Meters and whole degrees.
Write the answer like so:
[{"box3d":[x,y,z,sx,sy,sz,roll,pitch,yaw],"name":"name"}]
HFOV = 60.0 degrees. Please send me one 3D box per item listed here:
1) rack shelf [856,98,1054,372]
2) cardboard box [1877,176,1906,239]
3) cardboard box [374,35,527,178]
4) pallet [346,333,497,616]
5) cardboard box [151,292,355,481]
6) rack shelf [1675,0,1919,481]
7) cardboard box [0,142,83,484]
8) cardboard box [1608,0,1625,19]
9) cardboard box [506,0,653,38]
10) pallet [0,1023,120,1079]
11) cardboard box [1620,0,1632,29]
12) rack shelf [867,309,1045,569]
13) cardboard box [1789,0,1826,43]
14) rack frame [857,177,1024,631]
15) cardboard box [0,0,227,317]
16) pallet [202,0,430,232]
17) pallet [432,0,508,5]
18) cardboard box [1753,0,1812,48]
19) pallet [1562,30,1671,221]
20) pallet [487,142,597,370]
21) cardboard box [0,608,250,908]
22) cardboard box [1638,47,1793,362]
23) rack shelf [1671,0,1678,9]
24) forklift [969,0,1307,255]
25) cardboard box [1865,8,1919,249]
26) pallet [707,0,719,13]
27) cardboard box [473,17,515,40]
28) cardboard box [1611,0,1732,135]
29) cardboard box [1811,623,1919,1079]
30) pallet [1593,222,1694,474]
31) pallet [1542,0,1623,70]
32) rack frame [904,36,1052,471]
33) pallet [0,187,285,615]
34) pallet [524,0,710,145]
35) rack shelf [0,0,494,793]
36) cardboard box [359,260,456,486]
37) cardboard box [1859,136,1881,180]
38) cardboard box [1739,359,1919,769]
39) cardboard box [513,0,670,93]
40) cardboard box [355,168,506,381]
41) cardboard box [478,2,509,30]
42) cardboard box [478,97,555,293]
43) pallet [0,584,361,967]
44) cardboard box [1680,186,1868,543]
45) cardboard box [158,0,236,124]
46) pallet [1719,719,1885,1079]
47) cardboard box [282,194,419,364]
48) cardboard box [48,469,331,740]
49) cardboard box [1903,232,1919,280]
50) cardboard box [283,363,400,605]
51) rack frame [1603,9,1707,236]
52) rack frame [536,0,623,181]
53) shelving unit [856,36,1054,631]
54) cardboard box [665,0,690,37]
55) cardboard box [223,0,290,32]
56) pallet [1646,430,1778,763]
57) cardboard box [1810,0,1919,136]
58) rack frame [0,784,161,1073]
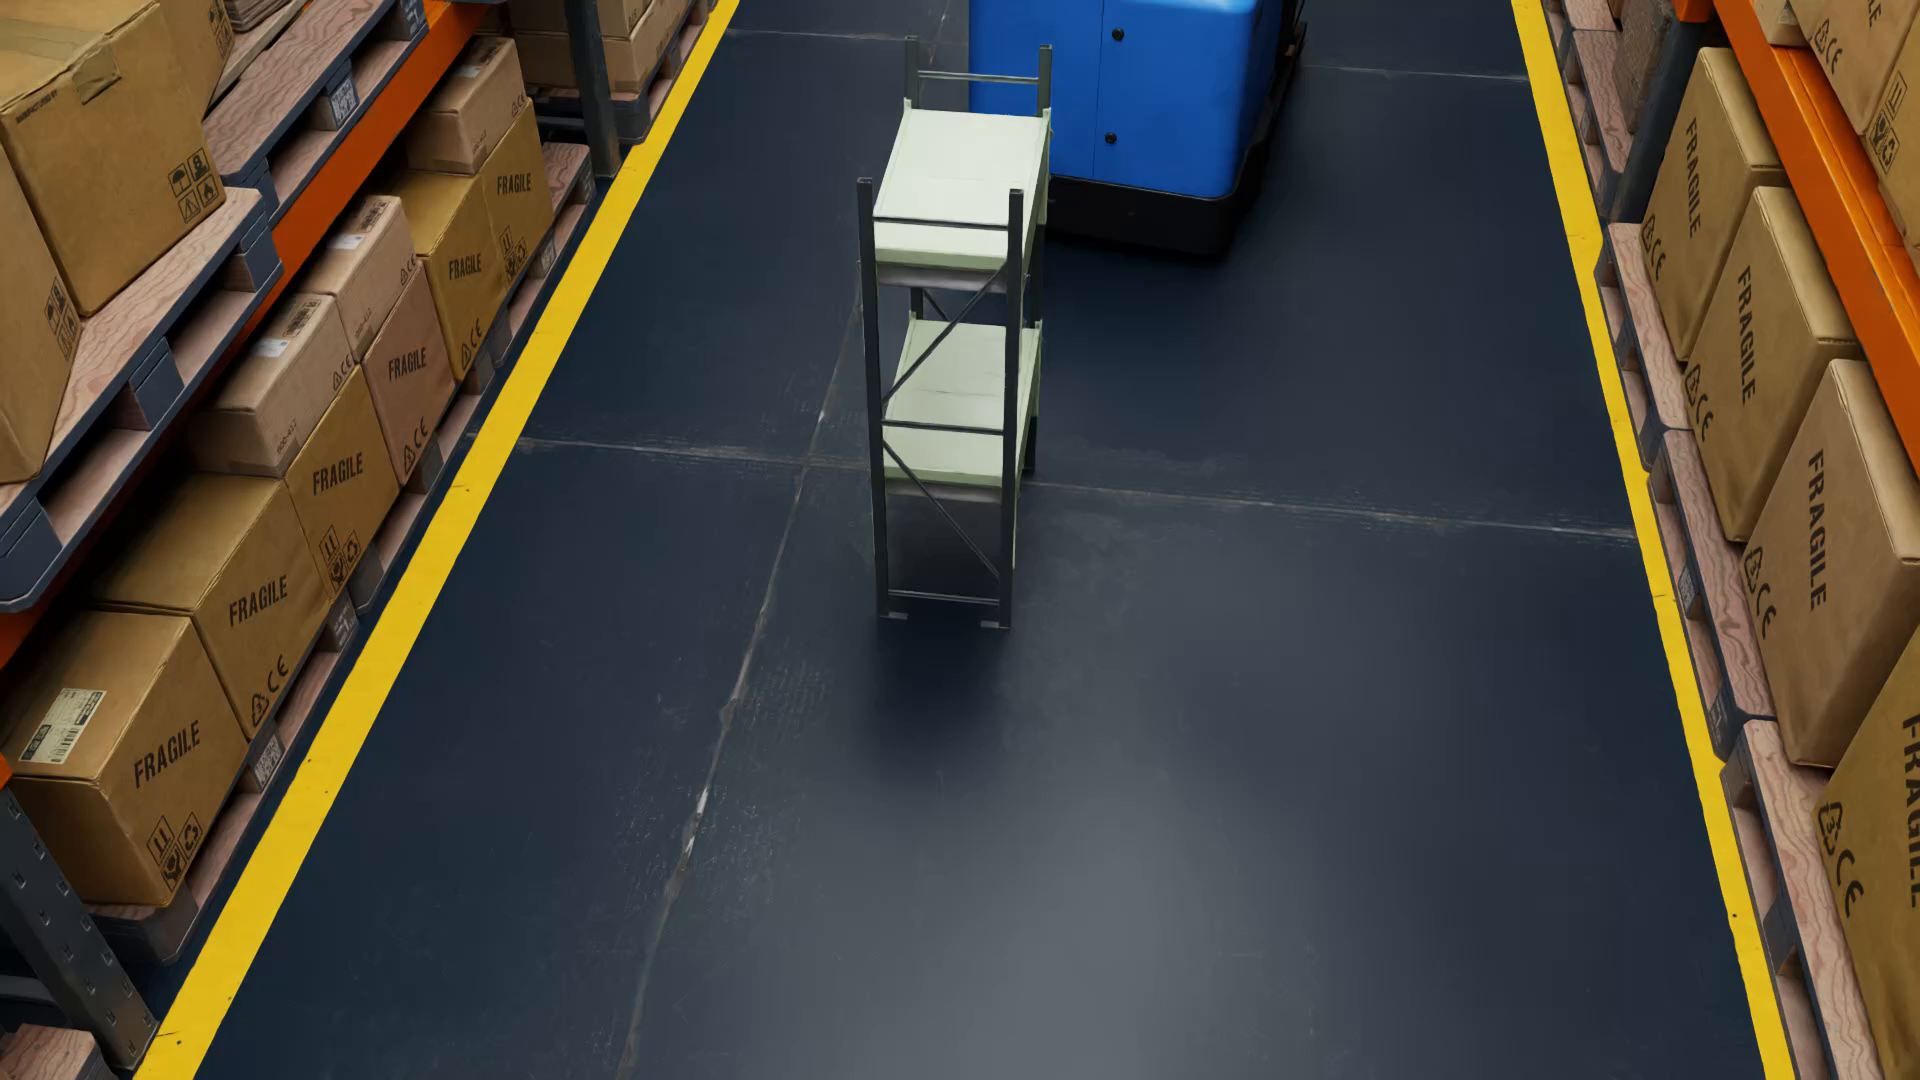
[{"box3d":[0.001,-0.833,4.471,0.431,0.370,0.720,5,44,6],"name":"rack shelf"},{"box3d":[2.543,-0.866,4.151,0.380,0.149,0.250,5,44,6],"name":"cardboard box"},{"box3d":[-1.797,-1.474,5.578,0.500,0.250,0.500,7,44,7],"name":"cardboard box"},{"box3d":[-2.203,-0.300,5.413,1.003,0.211,1.213,5,44,6],"name":"pallet"},{"box3d":[-1.994,-0.434,4.480,0.500,0.250,0.500,5,44,6],"name":"cardboard box"},{"box3d":[2.743,-0.575,4.199,1.077,0.370,4.000,5,44,6],"name":"rack shelf"},{"box3d":[-2.147,-0.412,3.126,0.700,0.500,0.500,-8,44,-9],"name":"cardboard box"},{"box3d":[3.272,-2.628,7.342,0.700,0.500,0.500,5,44,5],"name":"cardboard box"},{"box3d":[-1.542,-2.335,6.821,0.500,0.311,0.500,7,44,7],"name":"cardboard box"},{"box3d":[-2.523,1.560,3.449,1.003,0.211,1.213,5,44,6],"name":"pallet"},{"box3d":[3.235,-2.287,6.982,0.700,0.500,0.500,5,44,5],"name":"cardboard box"},{"box3d":[0.001,-0.312,4.963,0.431,0.370,0.720,5,44,6],"name":"rack shelf"},{"box3d":[2.612,-1.687,4.546,0.500,0.500,0.500,7,44,7],"name":"cardboard box"},{"box3d":[-0.048,-0.300,4.476,0.400,1.500,0.023,5,44,6],"name":"rack frame"},{"box3d":[-2.119,-0.887,3.627,0.700,0.500,0.500,12,45,12],"name":"cardboard box"},{"box3d":[-2.155,-1.252,4.530,1.003,0.211,1.213,5,44,6],"name":"pallet"},{"box3d":[-1.923,-2.109,5.435,1.213,0.211,1.003,5,44,6],"name":"pallet"},{"box3d":[2.574,-1.568,4.892,0.380,0.149,0.250,6,44,7],"name":"cardboard box"},{"box3d":[3.113,-1.719,6.912,1.003,0.211,1.213,5,44,6],"name":"pallet"},{"box3d":[-2.039,-1.129,6.289,1.003,0.211,1.213,5,44,6],"name":"pallet"},{"box3d":[-2.126,0.519,4.018,0.500,0.500,0.500,3,44,4],"name":"cardboard box"},{"box3d":[2.781,-1.082,5.469,0.750,0.750,0.750,5,44,5],"name":"cardboard box"},{"box3d":[3.272,-3.301,7.078,1.077,0.370,4.000,5,44,6],"name":"rack shelf"},{"box3d":[0.934,-3.172,6.468,1.130,2.935,3.031,12,45,12],"name":"forklift"},{"box3d":[2.484,-0.993,3.814,0.500,0.500,0.500,6,44,7],"name":"cardboard box"},{"box3d":[-1.592,-3.021,8.287,1.003,0.211,1.213,5,44,6],"name":"pallet"},{"box3d":[-2.075,-2.182,7.067,0.500,0.250,0.500,6,44,7],"name":"cardboard box"},{"box3d":[3.051,-1.947,6.622,0.700,0.500,0.500,6,44,6],"name":"cardboard box"},{"box3d":[2.436,0.700,3.587,0.750,0.750,0.750,6,44,6],"name":"cardboard box"},{"box3d":[2.829,-0.656,5.790,1.003,0.211,1.213,5,44,6],"name":"pallet"},{"box3d":[3.276,-2.548,7.788,1.003,0.211,1.213,5,44,6],"name":"pallet"},{"box3d":[0.049,-0.799,5.003,0.400,1.500,0.023,5,44,6],"name":"rack frame"},{"box3d":[-2.218,-0.386,3.616,1.003,0.211,1.213,5,44,6],"name":"pallet"},{"box3d":[-1.755,-2.192,7.411,1.003,0.211,1.213,5,44,6],"name":"pallet"},{"box3d":[-2.167,-1.023,4.672,1.077,0.370,4.000,5,44,6],"name":"rack shelf"},{"box3d":[-1.926,-0.529,5.126,0.500,0.500,0.500,4,44,4],"name":"cardboard box"},{"box3d":[2.592,-1.033,4.327,0.380,0.149,0.250,6,44,6],"name":"cardboard box"},{"box3d":[2.551,0.094,4.227,0.750,0.750,0.750,6,44,7],"name":"cardboard box"},{"box3d":[-1.542,-2.131,7.014,0.500,0.250,0.500,5,44,5],"name":"cardboard box"},{"box3d":[-1.863,-0.888,5.504,0.500,0.500,0.500,4,44,4],"name":"cardboard box"},{"box3d":[-2.078,-2.384,6.873,0.500,0.311,0.500,6,44,7],"name":"cardboard box"},{"box3d":[-1.794,-1.240,5.876,0.500,0.500,0.500,7,44,7],"name":"cardboard box"},{"box3d":[-2.362,0.534,4.533,1.003,0.211,1.213,5,44,6],"name":"pallet"},{"box3d":[2.658,-0.486,4.839,0.750,0.750,0.750,5,44,5],"name":"cardboard box"},{"box3d":[-2.259,-1.319,4.084,0.700,0.500,0.500,-5,44,-5],"name":"cardboard box"},{"box3d":[2.506,1.007,4.033,1.003,0.211,1.213,5,44,6],"name":"pallet"},{"box3d":[-1.928,-0.776,4.841,0.500,0.250,0.500,4,44,5],"name":"cardboard box"},{"box3d":[-2.067,0.155,4.403,0.500,0.500,0.500,6,44,6],"name":"cardboard box"},{"box3d":[2.501,-0.687,3.962,0.380,0.149,0.250,7,44,7],"name":"cardboard box"},{"box3d":[-1.993,-0.185,4.762,0.500,0.500,0.500,6,44,6],"name":"cardboard box"},{"box3d":[3.008,-2.199,5.391,1.000,3.000,0.127,5,44,6],"name":"rack frame"},{"box3d":[-1.903,-2.647,5.864,1.000,3.000,0.127,5,44,6],"name":"rack frame"},{"box3d":[0.001,-0.549,4.739,0.431,1.500,0.755,5,44,6],"name":"shelving unit"},{"box3d":[-1.477,-2.474,7.376,0.500,0.250,0.500,4,44,4],"name":"cardboard box"},{"box3d":[-2.185,-1.790,4.581,0.700,0.500,0.500,13,45,13],"name":"cardboard box"},{"box3d":[2.665,0.173,4.914,1.003,0.211,1.213,5,44,6],"name":"pallet"},{"box3d":[2.545,-1.349,4.189,0.500,0.500,0.500,5,44,5],"name":"cardboard box"},{"box3d":[-2.432,0.079,2.985,1.000,3.000,0.127,5,44,6],"name":"rack frame"}]
